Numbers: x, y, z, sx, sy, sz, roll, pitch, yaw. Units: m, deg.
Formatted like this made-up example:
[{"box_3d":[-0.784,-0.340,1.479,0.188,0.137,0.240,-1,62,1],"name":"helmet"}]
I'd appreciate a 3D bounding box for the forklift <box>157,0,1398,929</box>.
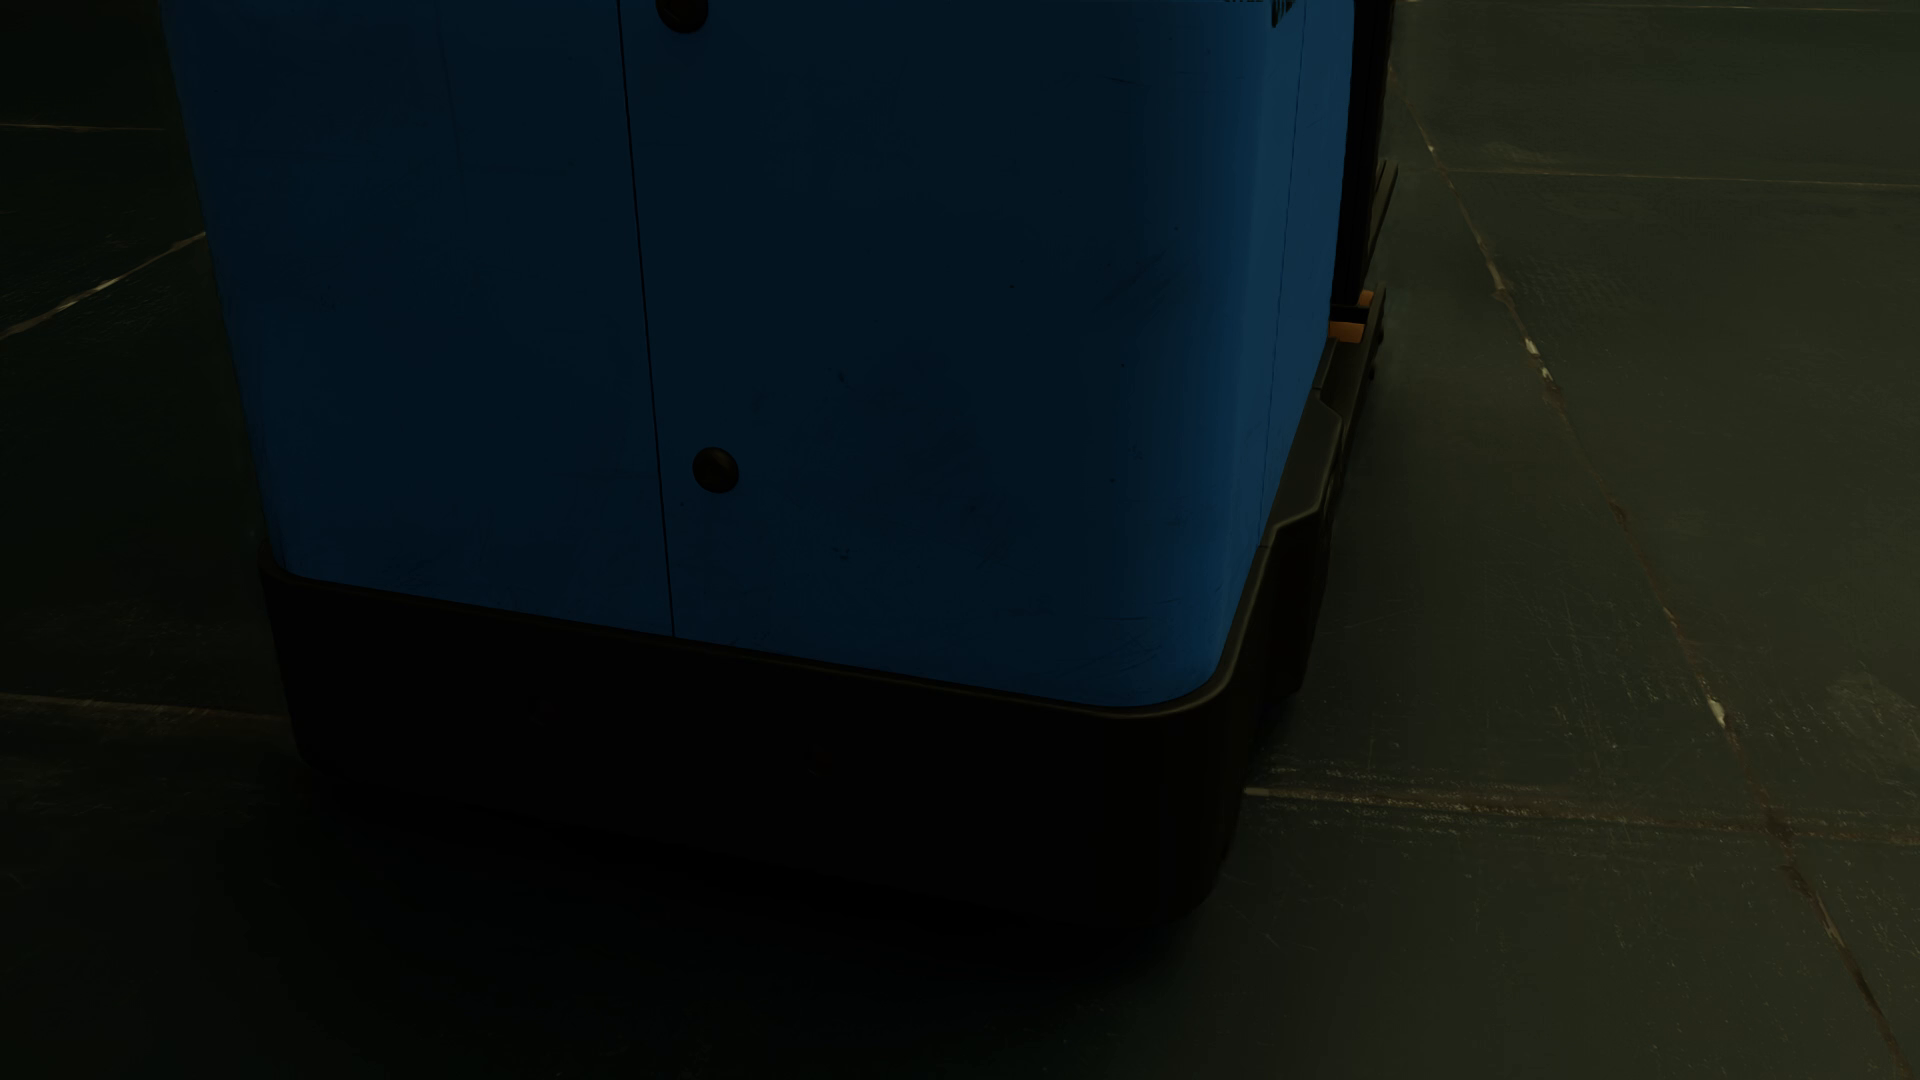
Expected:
[{"box_3d":[0.168,-1.577,2.379,1.130,2.935,3.031,8,28,15],"name":"forklift"}]
